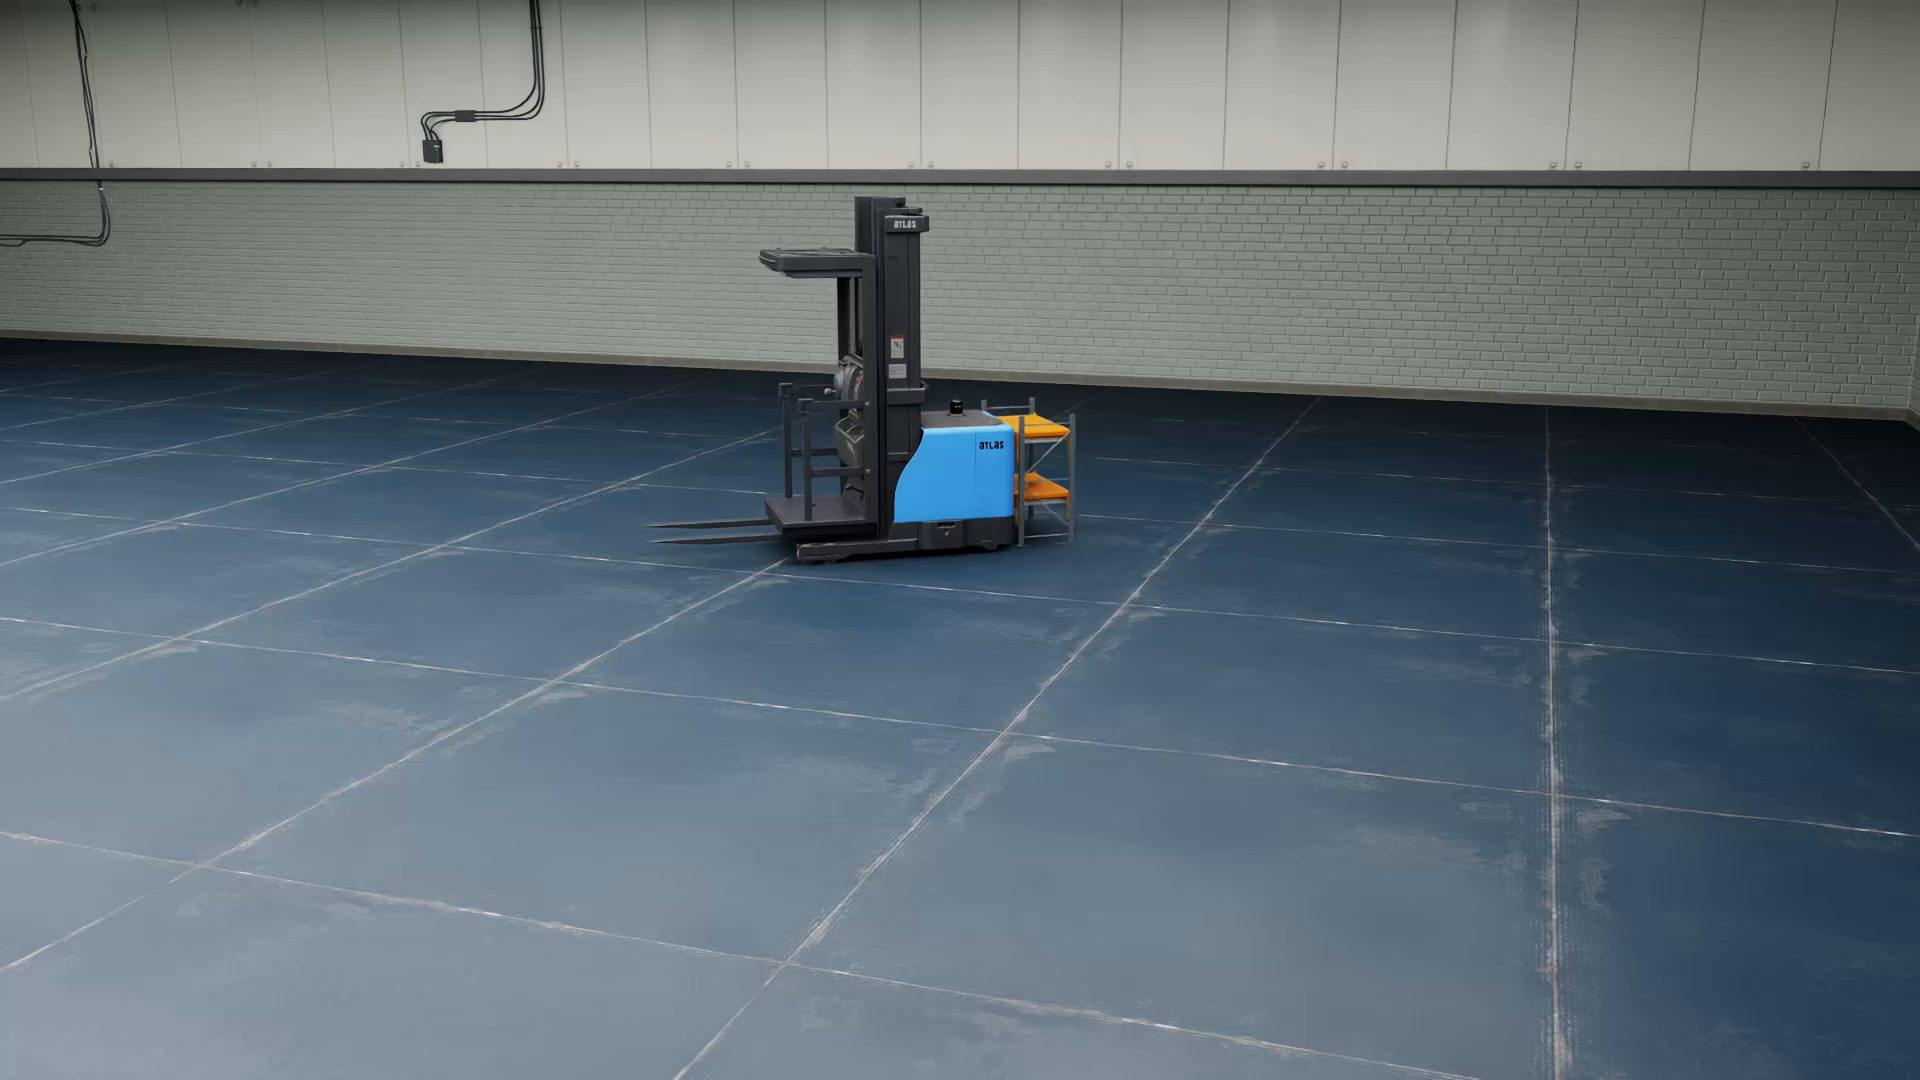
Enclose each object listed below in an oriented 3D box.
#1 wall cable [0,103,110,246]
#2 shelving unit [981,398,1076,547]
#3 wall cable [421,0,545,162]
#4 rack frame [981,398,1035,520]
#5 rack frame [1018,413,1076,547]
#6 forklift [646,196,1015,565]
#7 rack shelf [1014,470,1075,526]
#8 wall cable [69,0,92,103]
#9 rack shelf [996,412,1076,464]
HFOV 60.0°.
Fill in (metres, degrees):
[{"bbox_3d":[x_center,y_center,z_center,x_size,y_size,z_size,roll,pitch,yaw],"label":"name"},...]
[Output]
[{"bbox_3d":[-16.670,-6.564,30.000,3.097,2.526,0.112,4,14,18],"label":"wall cable"},{"bbox_3d":[0.587,-0.618,14.666,0.538,1.125,1.048,-4,13,-17],"label":"shelving unit"},{"bbox_3d":[-7.693,-9.049,26.267,2.305,6.003,0.169,4,14,18],"label":"wall cable"},{"bbox_3d":[0.436,-0.726,15.139,0.500,1.125,0.032,-4,13,-17],"label":"rack frame"},{"bbox_3d":[0.739,-0.510,14.193,0.500,1.125,0.032,-4,13,-17],"label":"rack frame"},{"bbox_3d":[-1.109,-1.356,13.844,3.031,2.935,1.130,-3,13,-15],"label":"forklift"},{"bbox_3d":[0.587,-0.379,14.720,0.538,0.278,1.000,-4,13,-17],"label":"rack shelf"},{"bbox_3d":[-14.111,-8.831,28.585,3.097,2.526,0.112,4,14,18],"label":"wall cable"},{"bbox_3d":[0.587,-0.903,14.601,0.538,0.278,1.000,-4,13,-17],"label":"rack shelf"}]
